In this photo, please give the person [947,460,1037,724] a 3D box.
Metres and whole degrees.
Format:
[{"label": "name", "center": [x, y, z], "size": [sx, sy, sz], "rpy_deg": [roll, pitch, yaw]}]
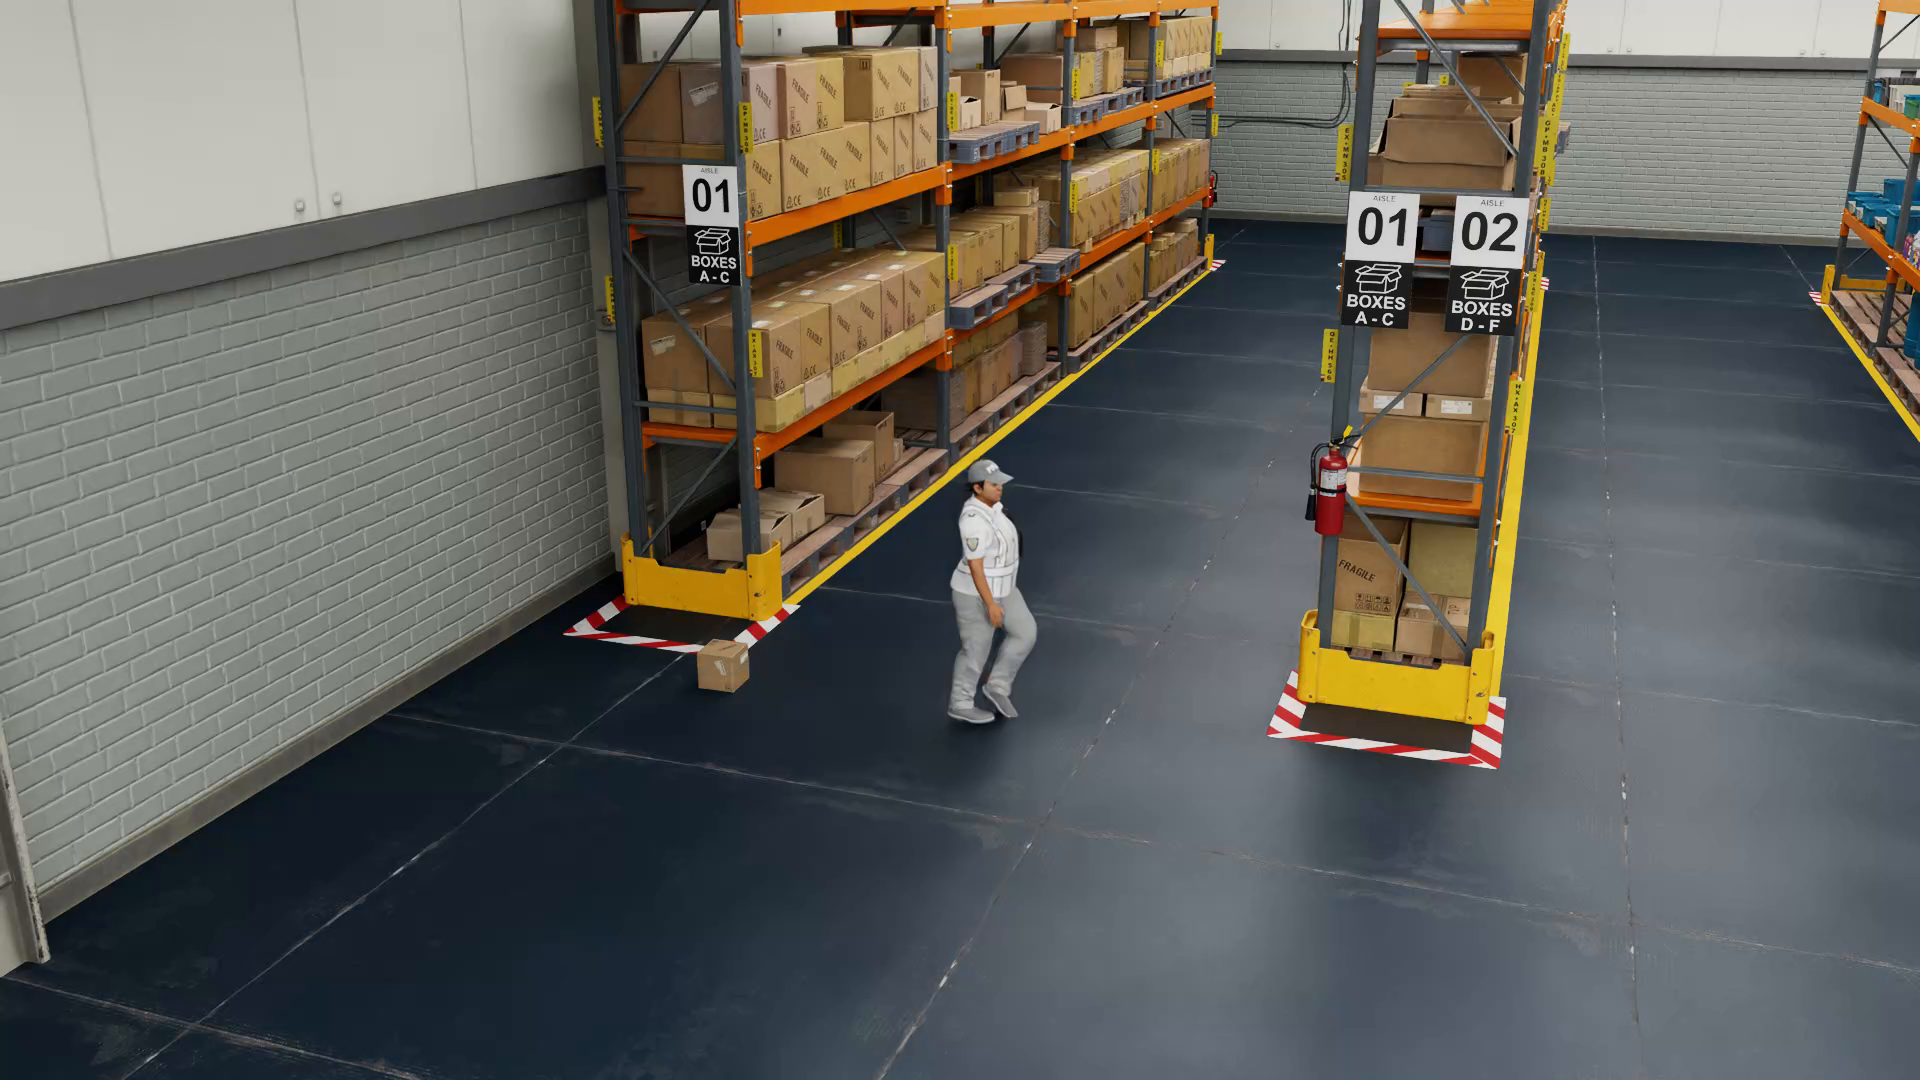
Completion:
[{"label": "person", "center": [0.183, 0.347, 10.050], "size": [0.501, 1.717, 0.521], "rpy_deg": [7, 20, 19]}]
